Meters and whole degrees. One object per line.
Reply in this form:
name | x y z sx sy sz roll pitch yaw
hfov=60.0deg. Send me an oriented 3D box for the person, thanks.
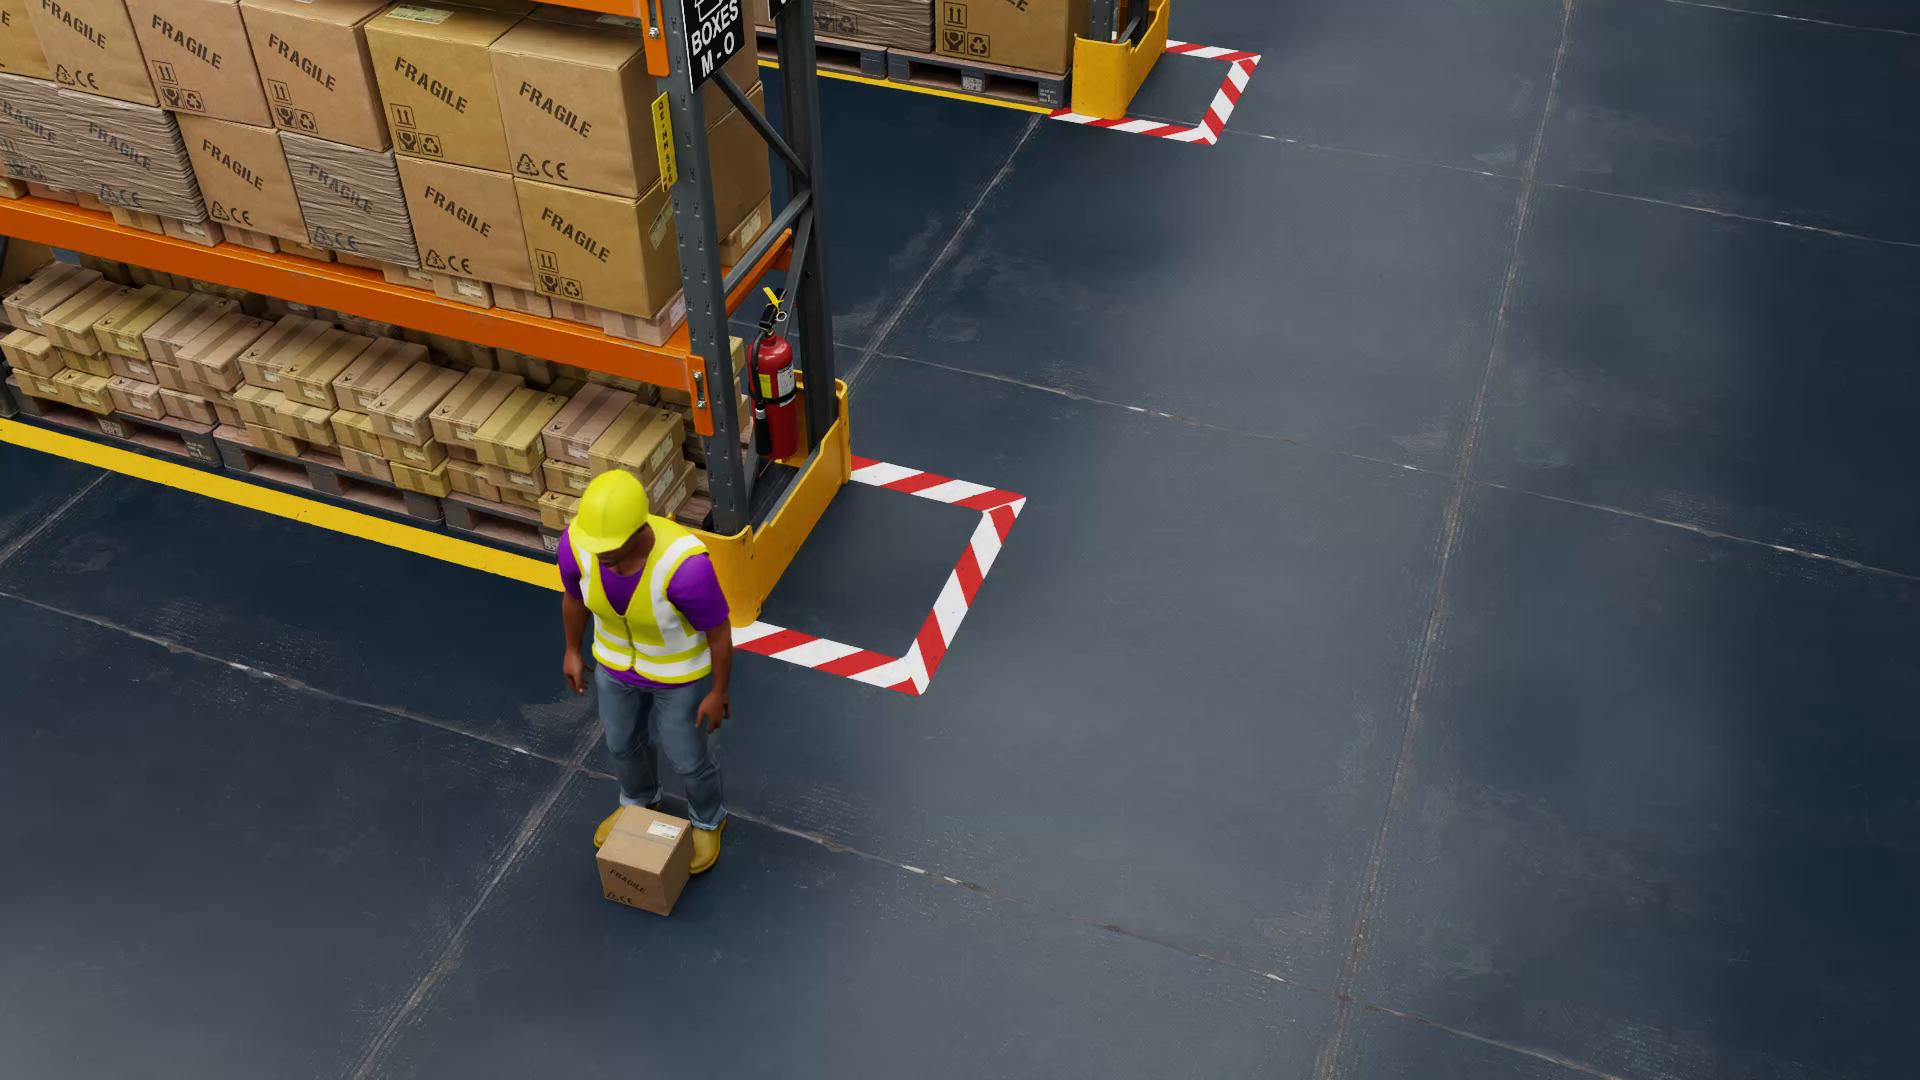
person | -1.059 0.438 5.645 0.627 1.761 0.456 14 43 15
